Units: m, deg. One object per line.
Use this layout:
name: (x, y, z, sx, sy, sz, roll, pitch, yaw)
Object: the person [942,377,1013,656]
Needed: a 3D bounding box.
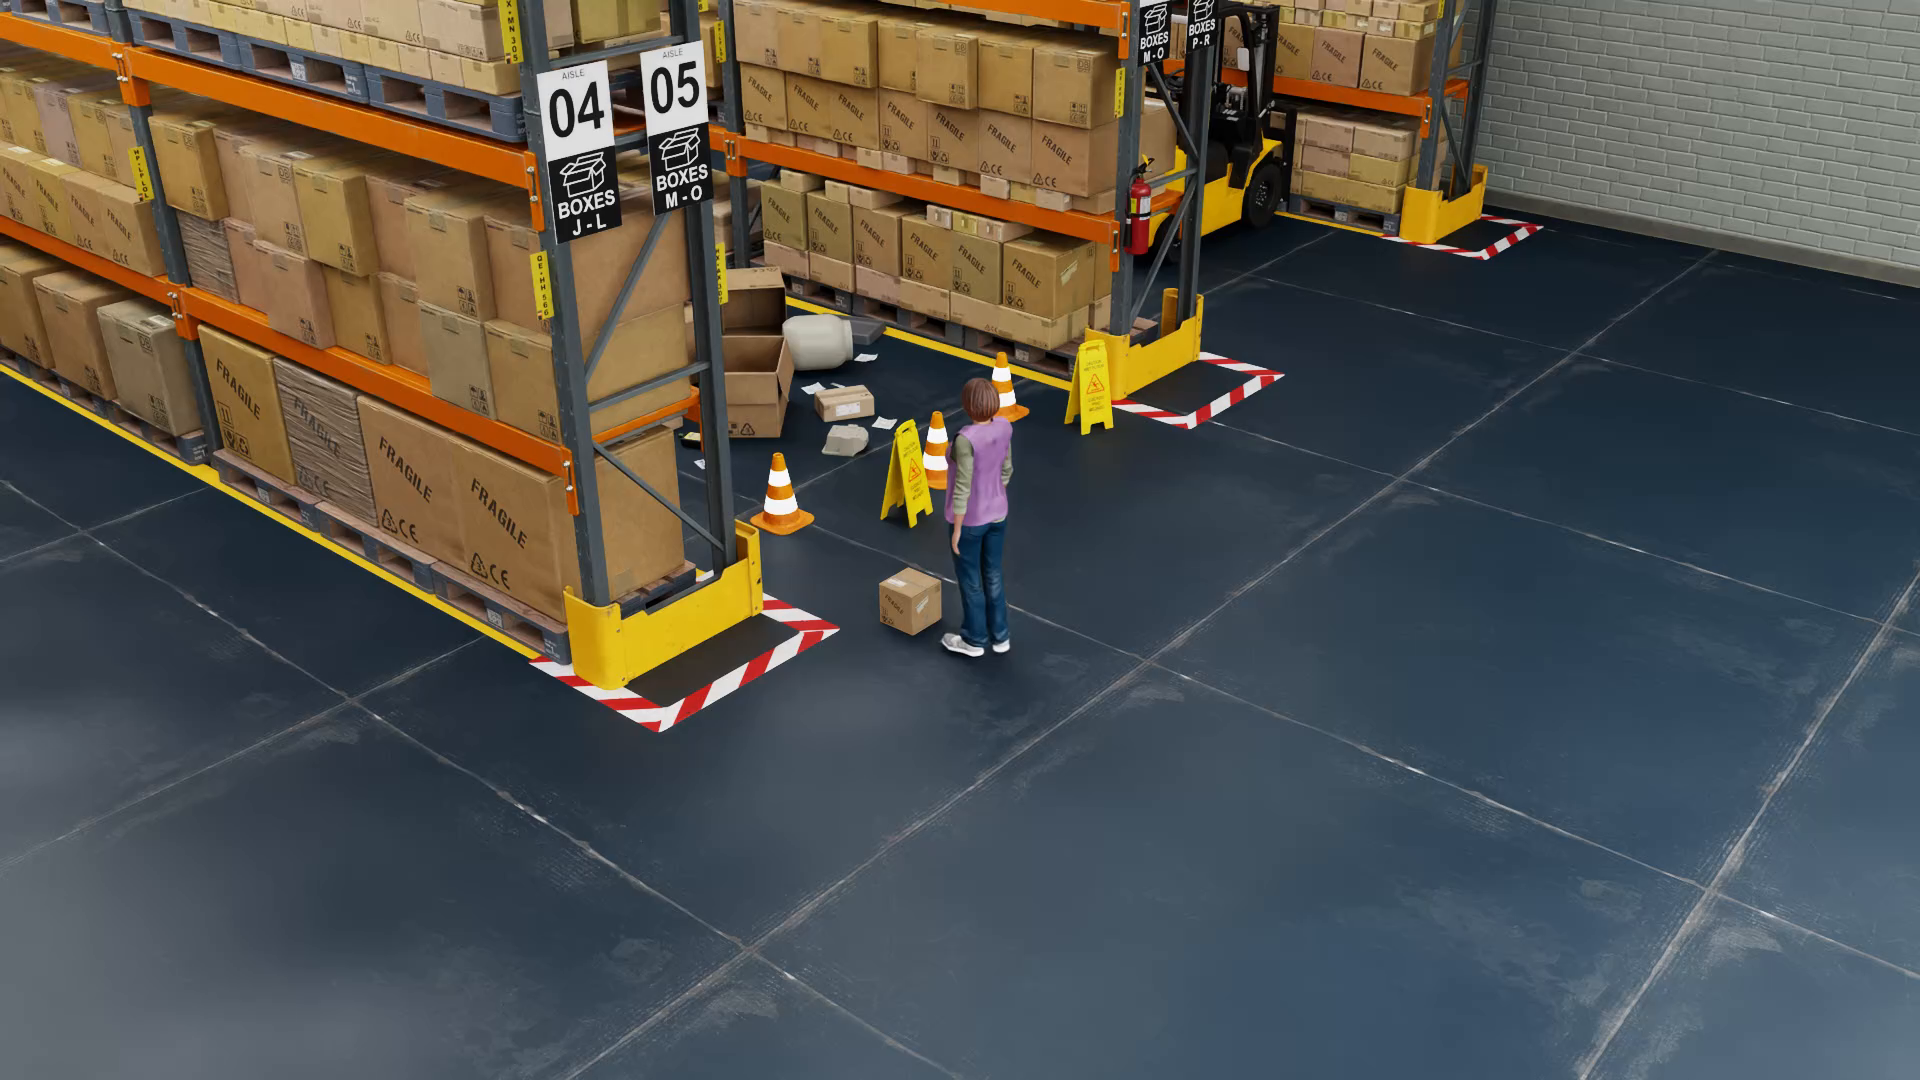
person: (0.104, -0.117, 8.813, 0.439, 1.599, 0.348, -23, 36, -37)
